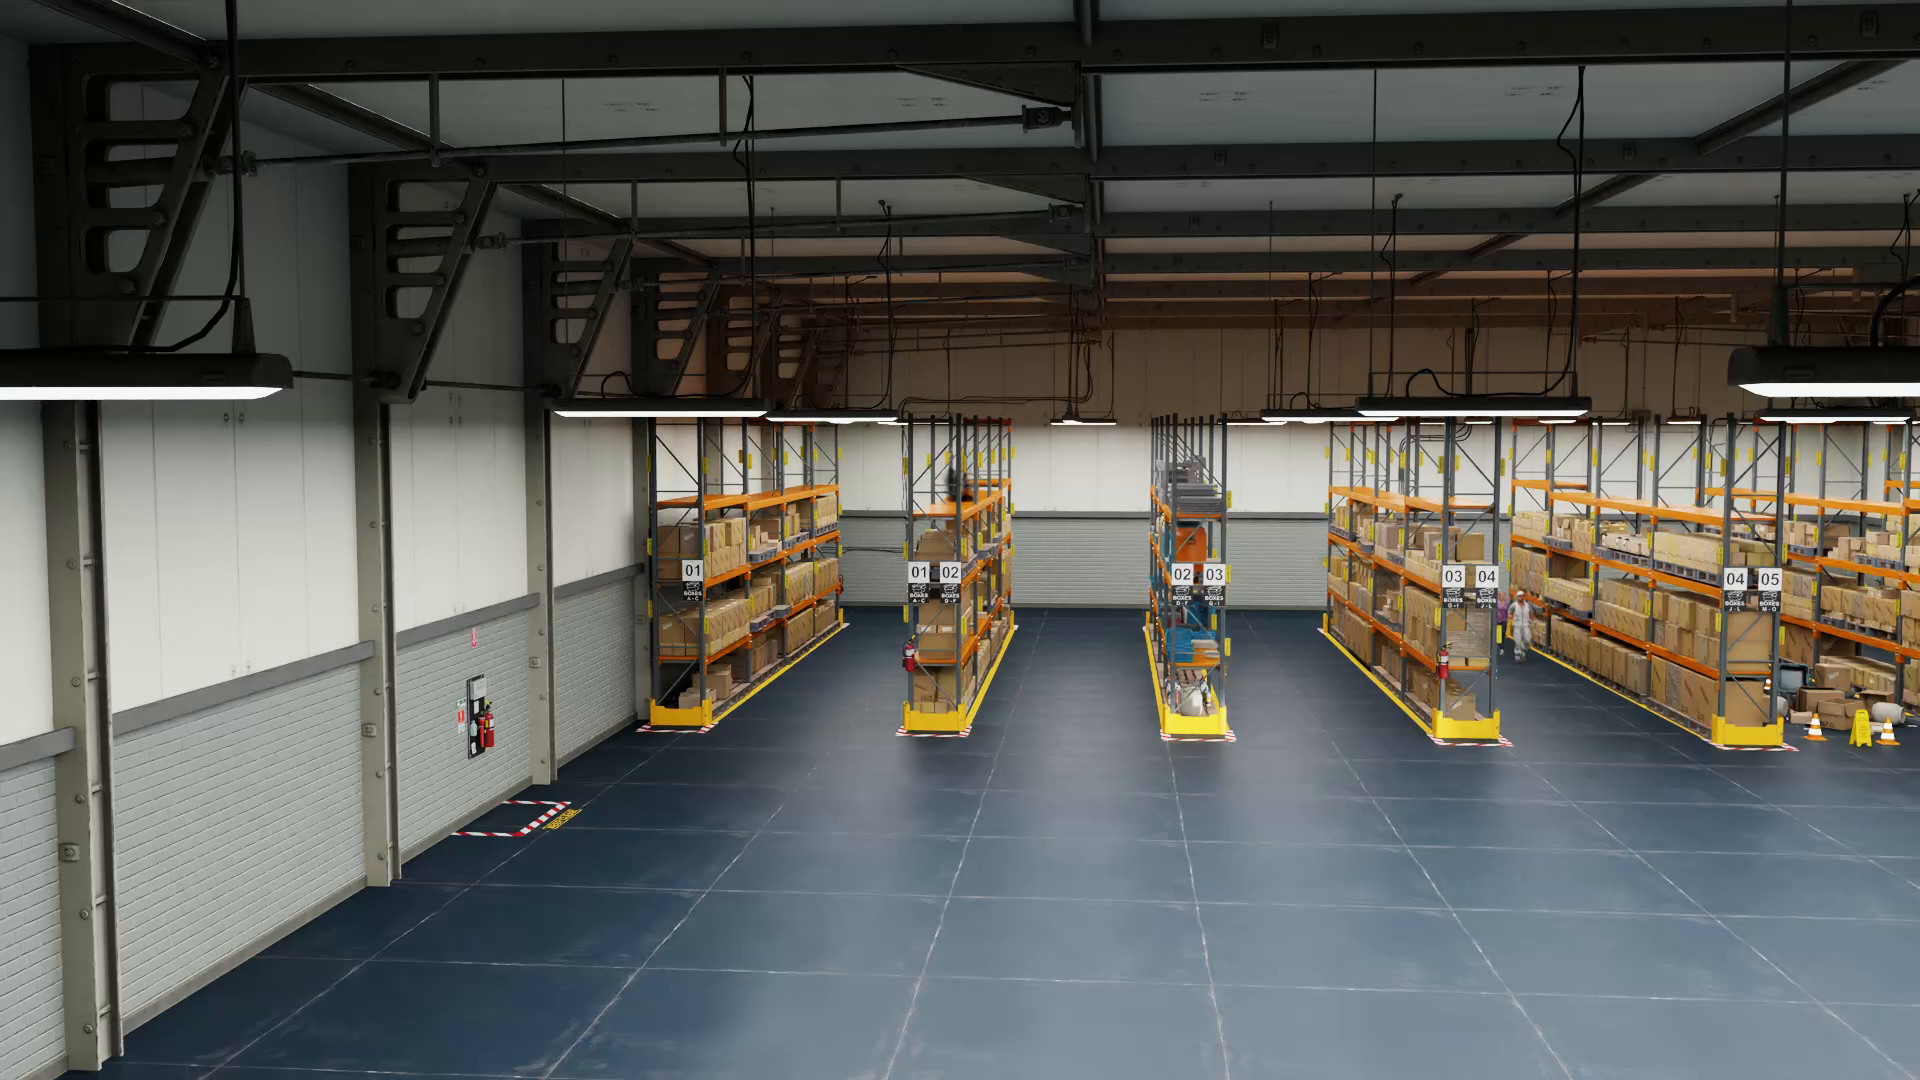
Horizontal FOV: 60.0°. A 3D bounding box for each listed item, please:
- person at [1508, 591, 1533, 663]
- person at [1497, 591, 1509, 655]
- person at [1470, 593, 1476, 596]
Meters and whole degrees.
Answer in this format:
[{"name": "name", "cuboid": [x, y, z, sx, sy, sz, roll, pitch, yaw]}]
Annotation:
[{"name": "person", "cuboid": [13.641, 2.117, 40.365, 0.640, 1.750, 0.591, 0, 4, 5]}, {"name": "person", "cuboid": [13.732, 2.133, 42.306, 0.564, 1.494, 0.916, 0, 4, 0]}, {"name": "person", "cuboid": [13.876, 1.783, 46.155, 0.859, 1.658, 0.574, 2, 4, 26]}]
